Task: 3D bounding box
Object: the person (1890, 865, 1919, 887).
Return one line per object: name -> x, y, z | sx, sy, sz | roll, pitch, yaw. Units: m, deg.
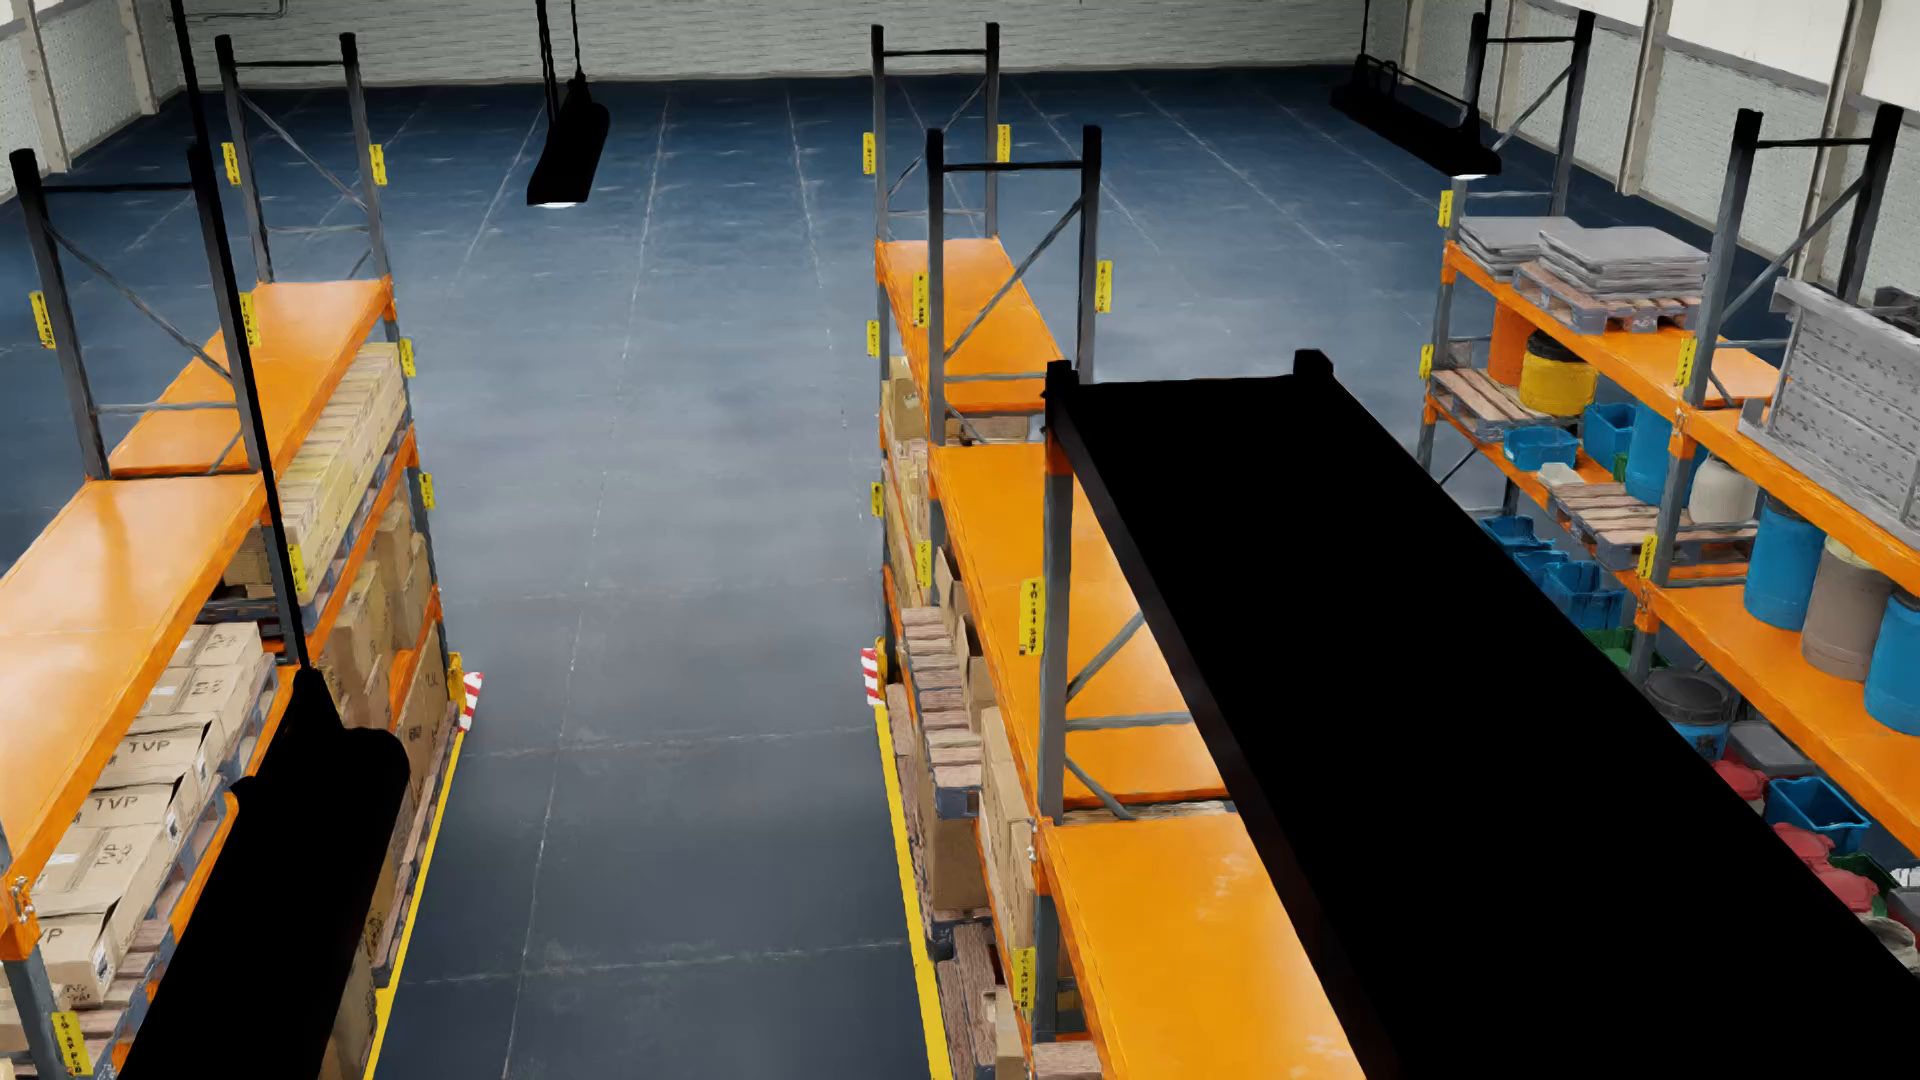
person -> 6.224, 2.691, 10.880 | 0.586, 1.704, 0.985 | 7, 26, 14
